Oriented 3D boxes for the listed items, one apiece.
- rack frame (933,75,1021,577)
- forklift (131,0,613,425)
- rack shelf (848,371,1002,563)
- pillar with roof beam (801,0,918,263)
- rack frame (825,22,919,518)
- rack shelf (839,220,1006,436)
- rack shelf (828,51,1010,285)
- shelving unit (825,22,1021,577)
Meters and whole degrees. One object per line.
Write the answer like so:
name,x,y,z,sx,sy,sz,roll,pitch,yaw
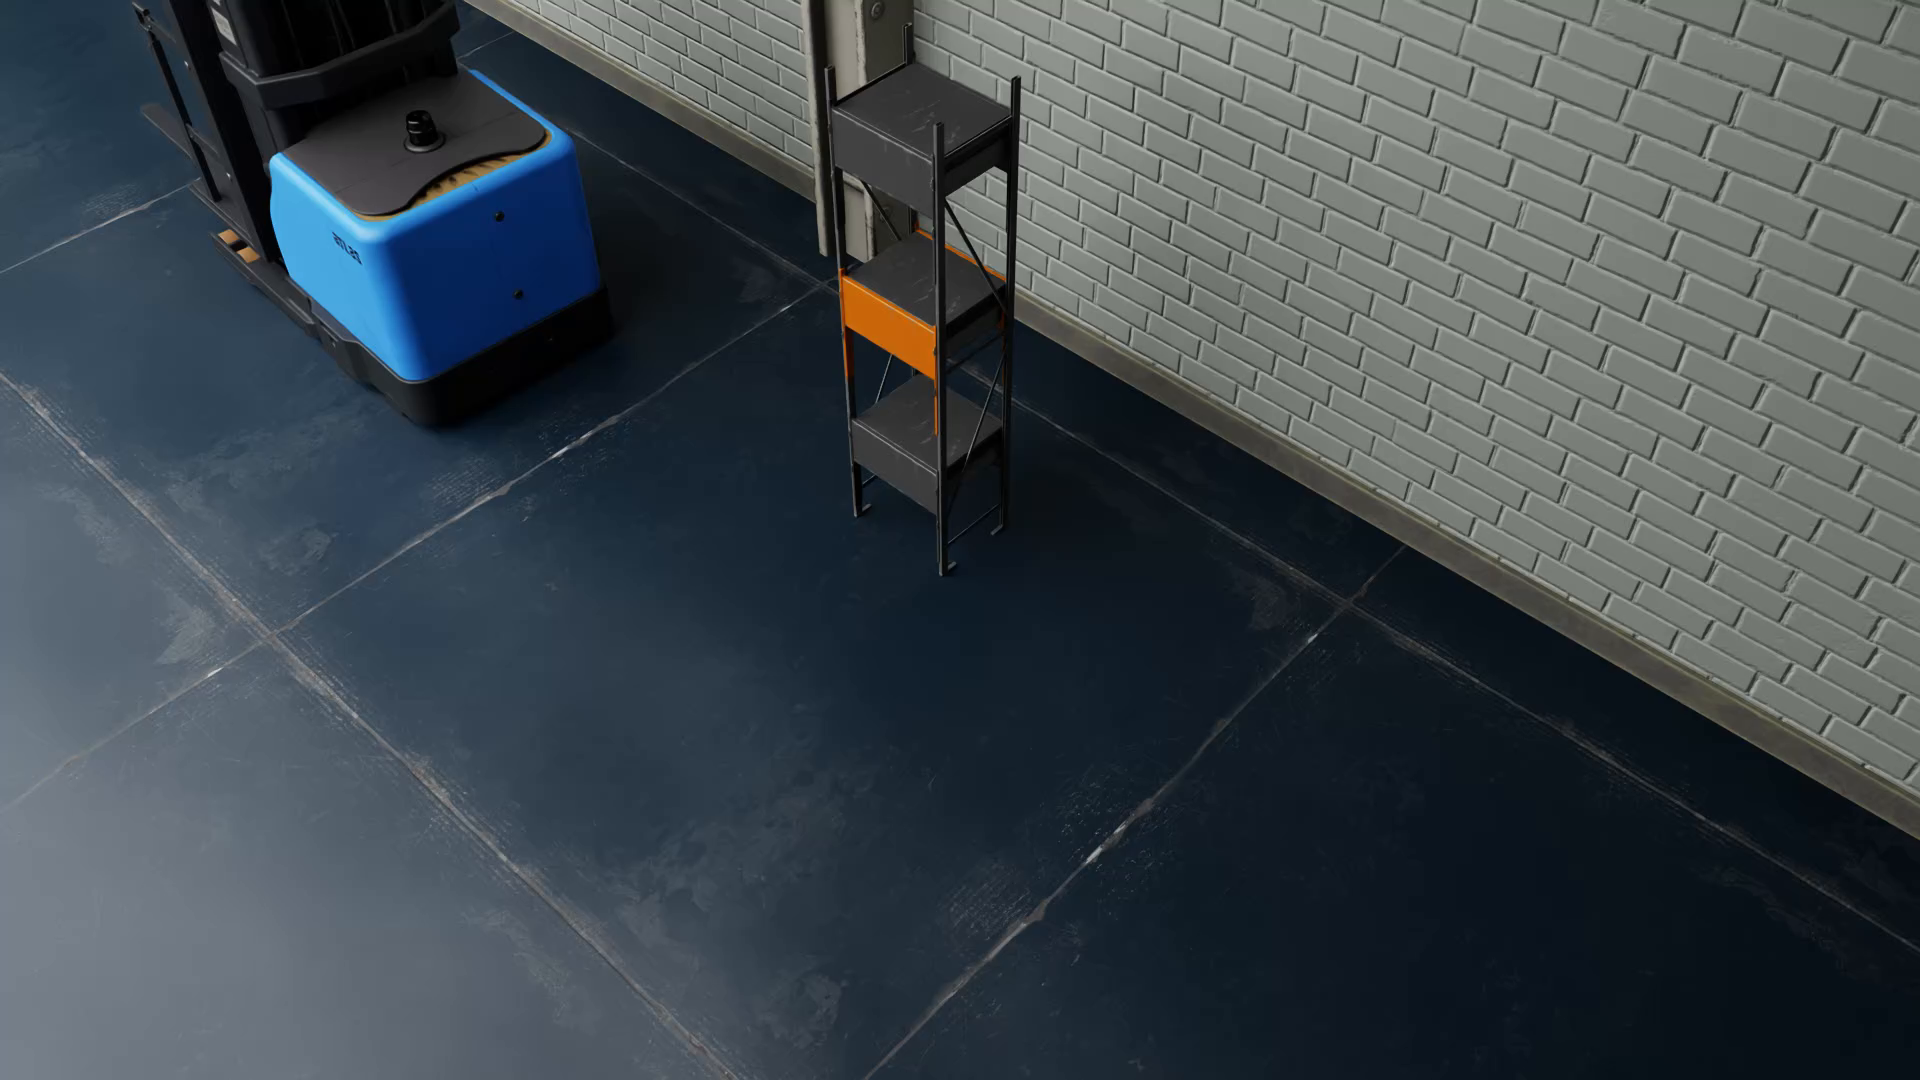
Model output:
rack frame,0.058,-0.680,6.057,0.015,2.100,0.400,34,55,28
forklift,-2.989,-2.484,7.180,1.130,2.935,3.031,-35,56,-28
rack shelf,-0.122,-0.312,6.690,0.480,0.518,0.431,34,55,28
pillar with roof beam,-3.365,-2.176,2.729,0.400,9.000,9.100,34,55,28
rack frame,-0.301,-0.921,6.283,0.015,2.100,0.400,34,55,28
rack shelf,-0.122,-0.791,6.180,0.480,0.518,0.431,34,55,28
rack shelf,-0.122,-1.270,5.670,0.480,0.518,0.431,34,55,28
shelving unit,-0.122,-0.801,6.170,0.503,2.100,0.431,34,55,28
